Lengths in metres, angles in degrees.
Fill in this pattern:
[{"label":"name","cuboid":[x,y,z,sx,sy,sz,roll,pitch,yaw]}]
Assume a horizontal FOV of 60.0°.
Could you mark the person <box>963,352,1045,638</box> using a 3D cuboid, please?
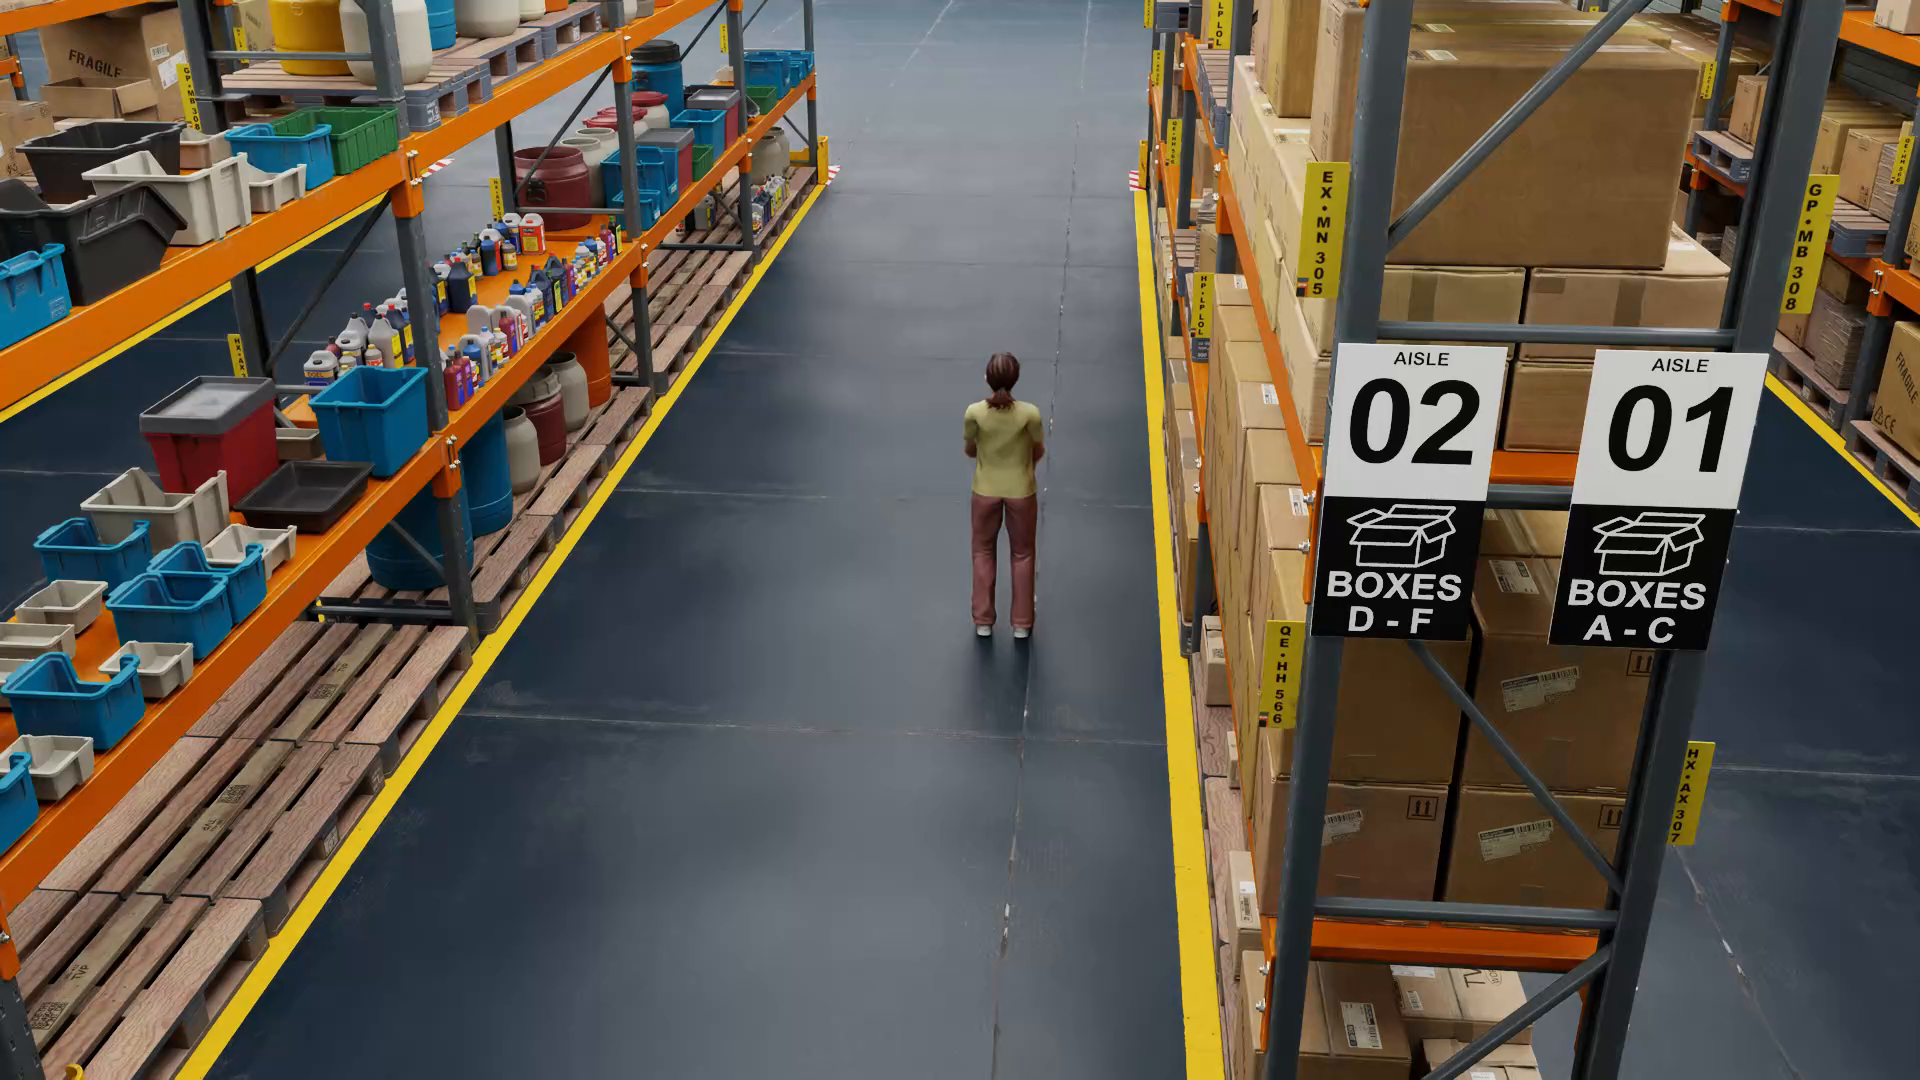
[{"label":"person","cuboid":[0.243,-0.276,9.213,0.444,1.669,0.541,2,25,5]}]
